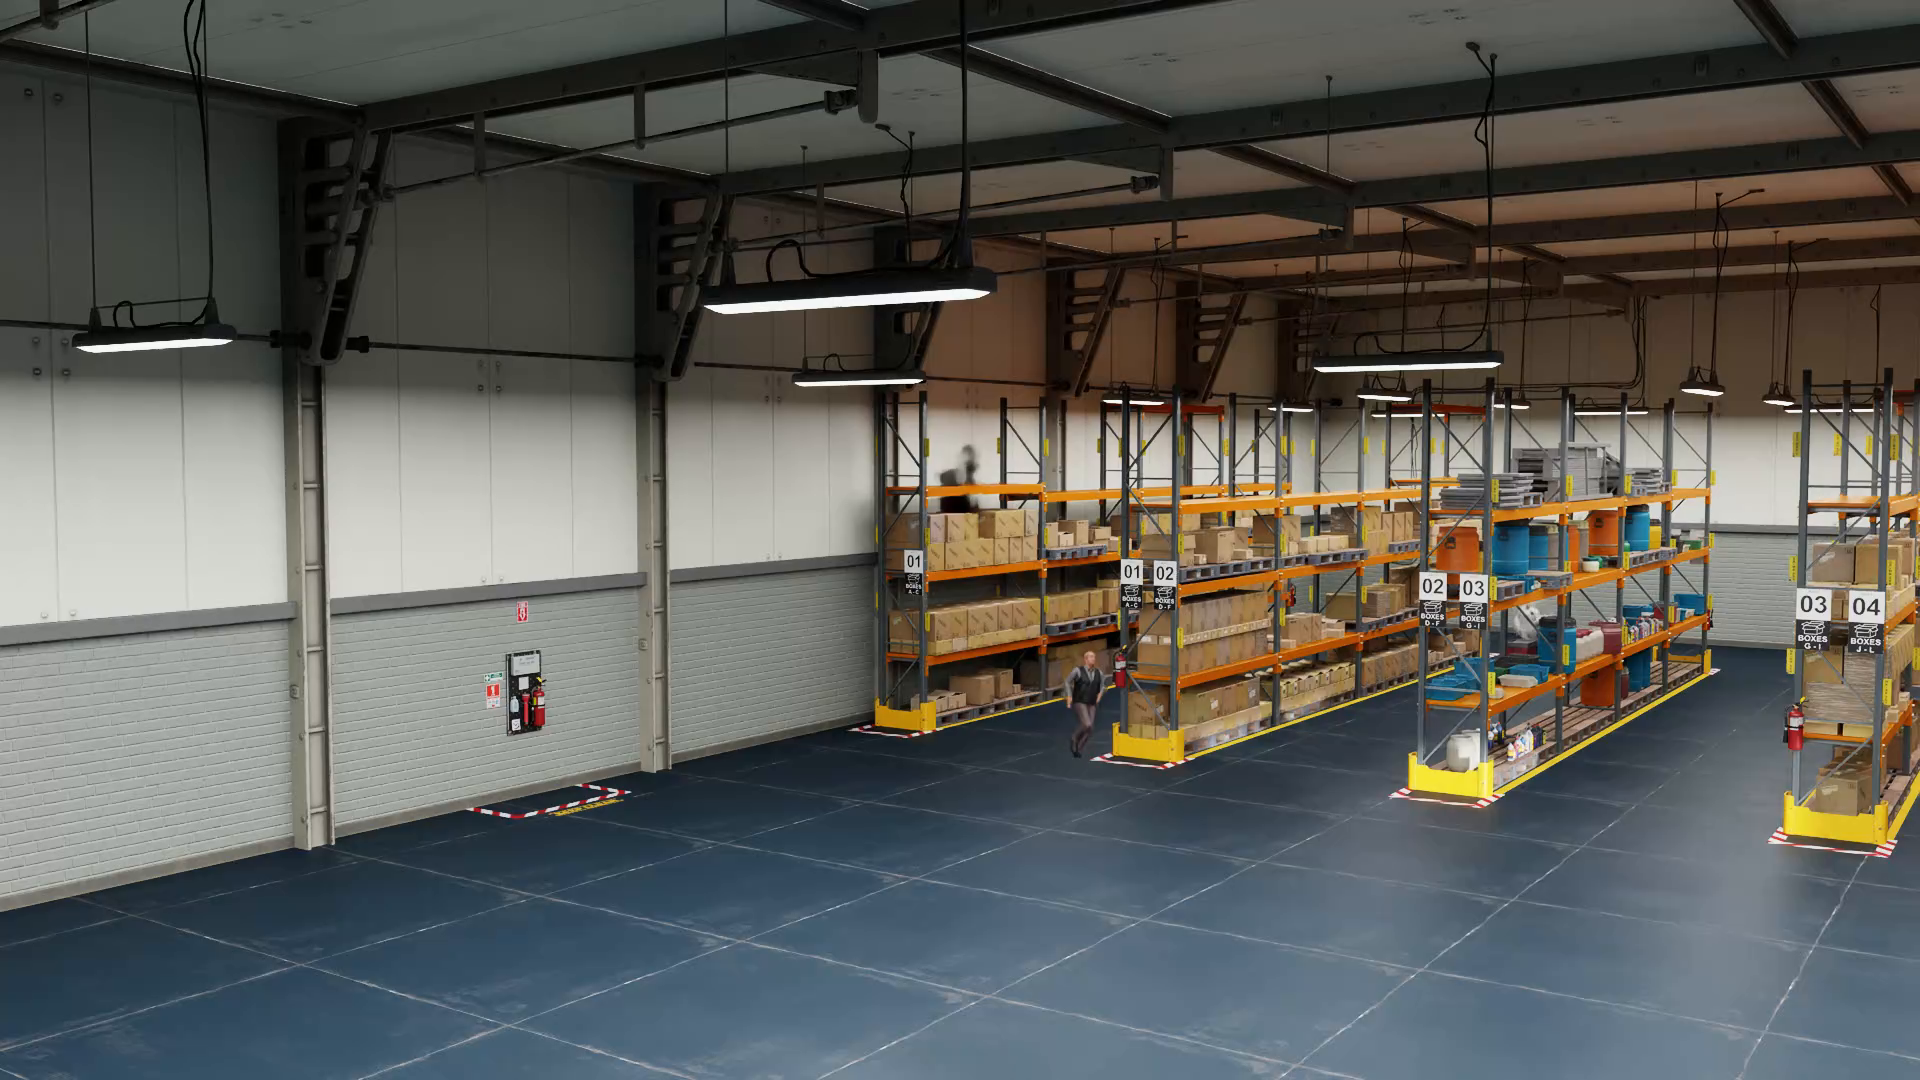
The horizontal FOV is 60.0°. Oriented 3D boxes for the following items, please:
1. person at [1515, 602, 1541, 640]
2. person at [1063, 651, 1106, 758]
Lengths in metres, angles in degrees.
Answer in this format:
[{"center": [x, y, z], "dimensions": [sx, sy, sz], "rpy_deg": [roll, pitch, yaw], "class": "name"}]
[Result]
[{"center": [12.927, 2.093, 37.830], "dimensions": [0.610, 1.686, 0.752], "rpy_deg": [1, 3, 24], "class": "person"}, {"center": [2.018, 2.586, 26.088], "dimensions": [0.652, 1.662, 0.565], "rpy_deg": [-1, 3, -23], "class": "person"}]
